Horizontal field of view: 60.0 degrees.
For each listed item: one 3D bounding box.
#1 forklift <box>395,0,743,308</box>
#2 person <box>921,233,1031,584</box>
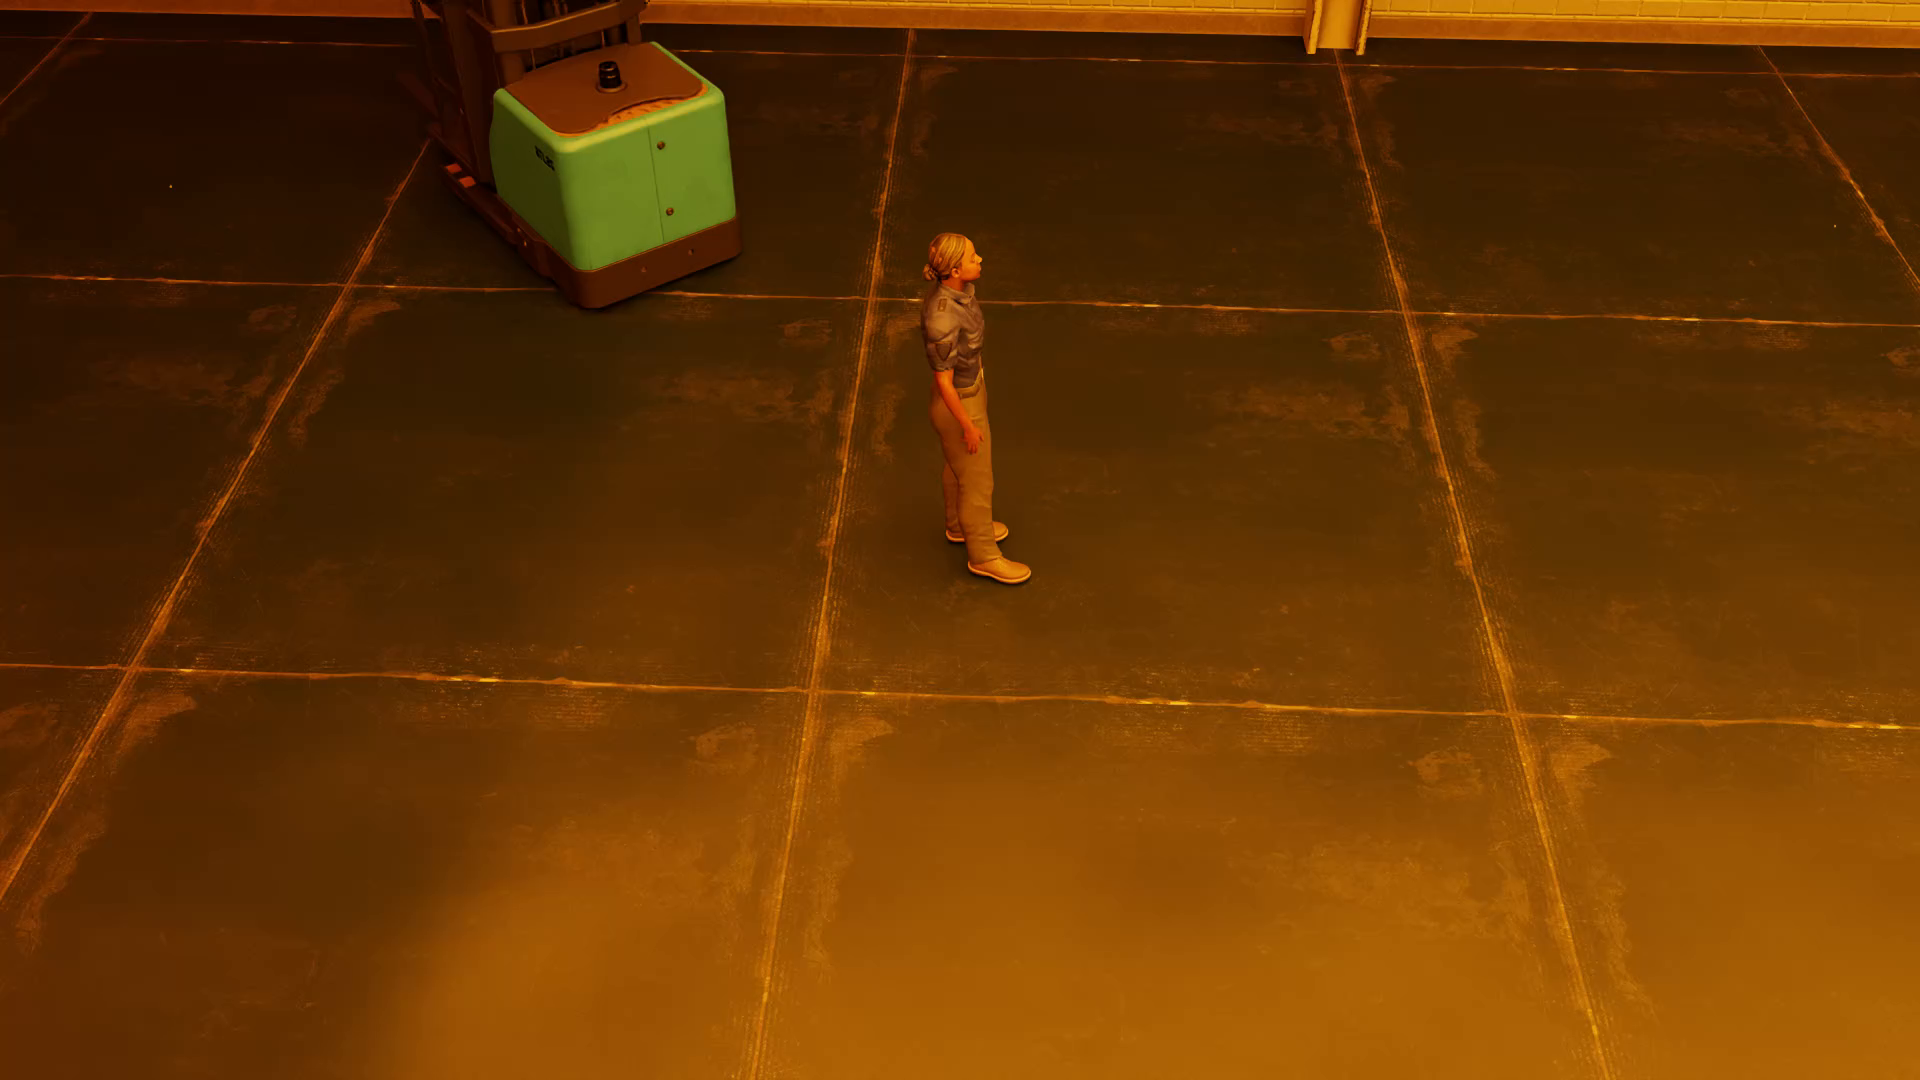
[{"bbox_3d":[-2.548,-3.311,9.369,1.130,2.935,3.031,-27,49,-26],"label":"forklift"},{"bbox_3d":[0.087,-0.600,7.336,0.503,1.656,0.570,2,42,2],"label":"person"}]
